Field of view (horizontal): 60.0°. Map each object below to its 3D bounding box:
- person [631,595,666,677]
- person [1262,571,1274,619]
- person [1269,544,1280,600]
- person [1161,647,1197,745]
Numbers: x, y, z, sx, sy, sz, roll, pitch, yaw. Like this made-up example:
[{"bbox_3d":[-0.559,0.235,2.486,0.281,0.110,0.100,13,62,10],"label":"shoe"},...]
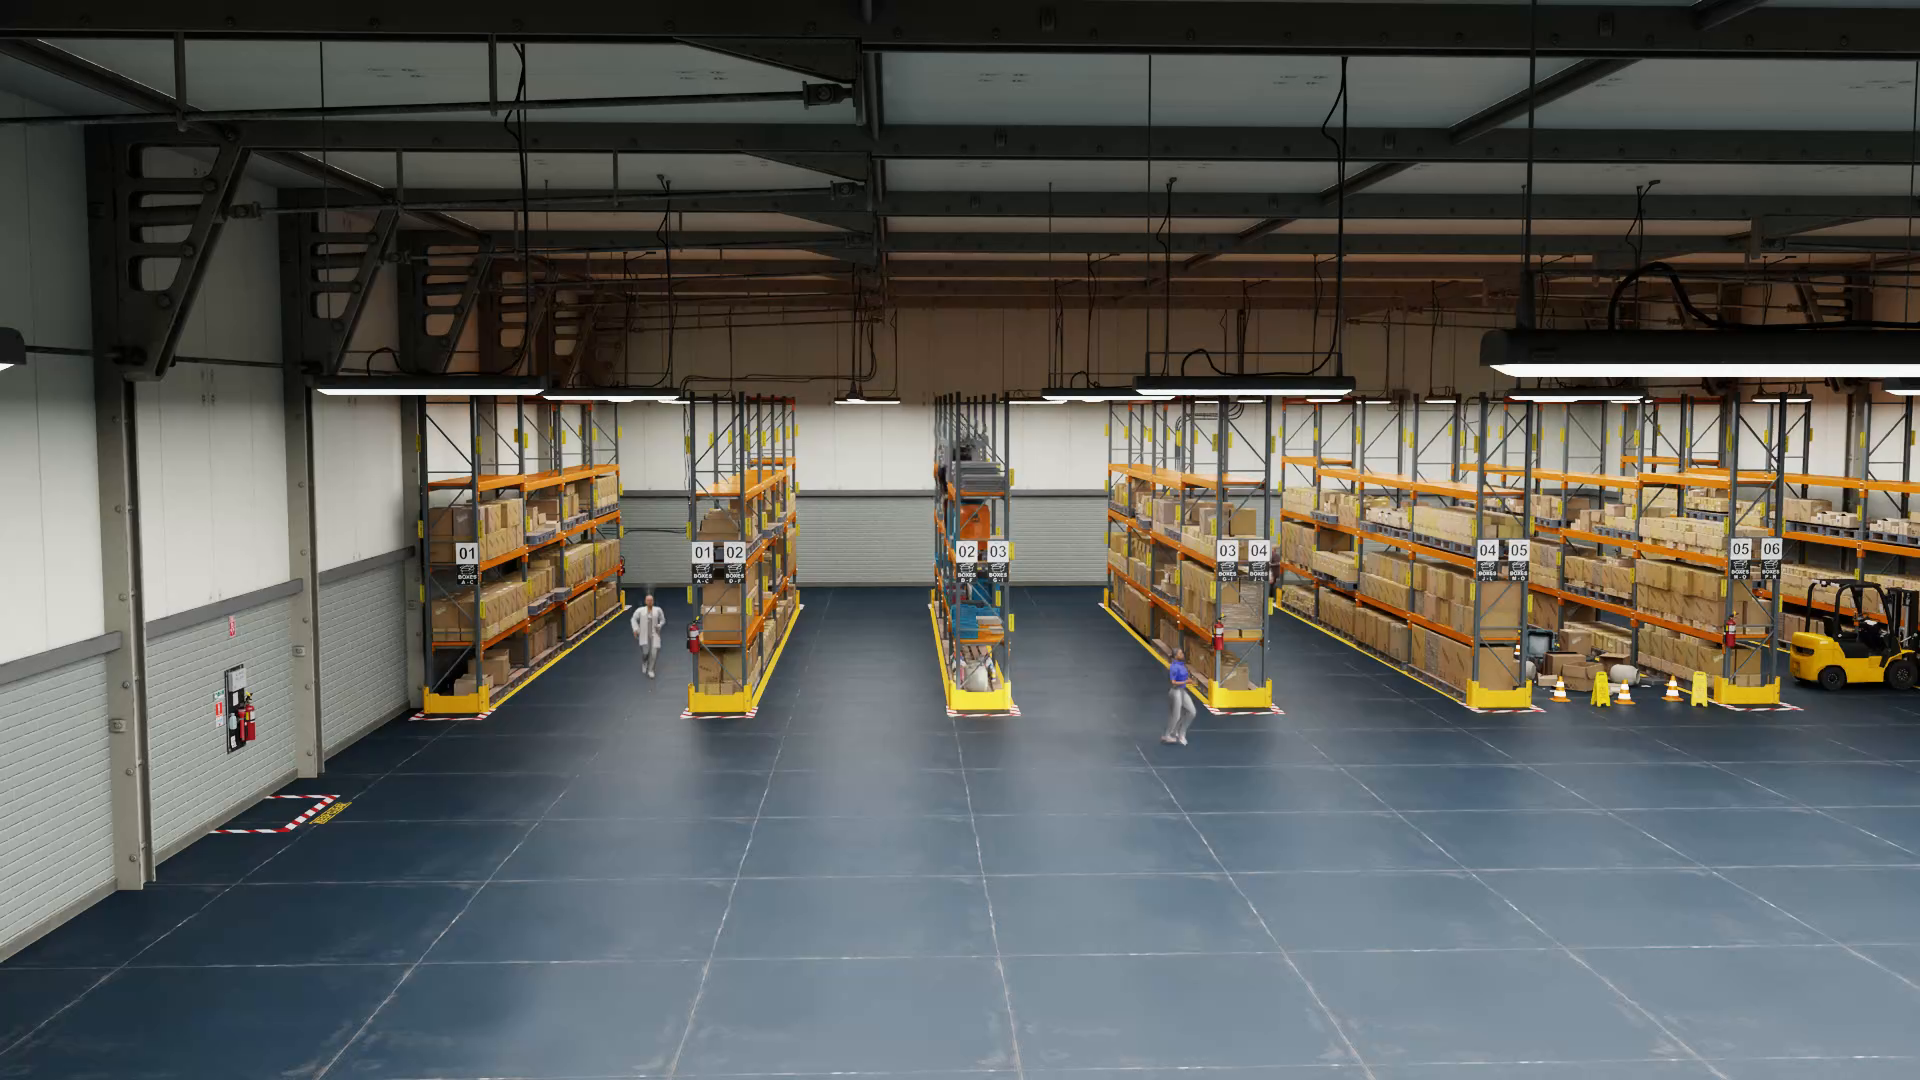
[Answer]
[{"bbox_3d":[-6.567,2.041,35.175,0.705,1.734,0.628,-1,5,-16],"label":"person"},{"bbox_3d":[8.014,1.380,44.068,0.584,1.727,0.749,0,5,-2],"label":"person"},{"bbox_3d":[9.128,0.953,48.951,0.558,1.692,0.916,-1,5,-11],"label":"person"},{"bbox_3d":[3.730,2.654,28.161,0.660,1.683,0.555,3,5,32],"label":"person"}]
